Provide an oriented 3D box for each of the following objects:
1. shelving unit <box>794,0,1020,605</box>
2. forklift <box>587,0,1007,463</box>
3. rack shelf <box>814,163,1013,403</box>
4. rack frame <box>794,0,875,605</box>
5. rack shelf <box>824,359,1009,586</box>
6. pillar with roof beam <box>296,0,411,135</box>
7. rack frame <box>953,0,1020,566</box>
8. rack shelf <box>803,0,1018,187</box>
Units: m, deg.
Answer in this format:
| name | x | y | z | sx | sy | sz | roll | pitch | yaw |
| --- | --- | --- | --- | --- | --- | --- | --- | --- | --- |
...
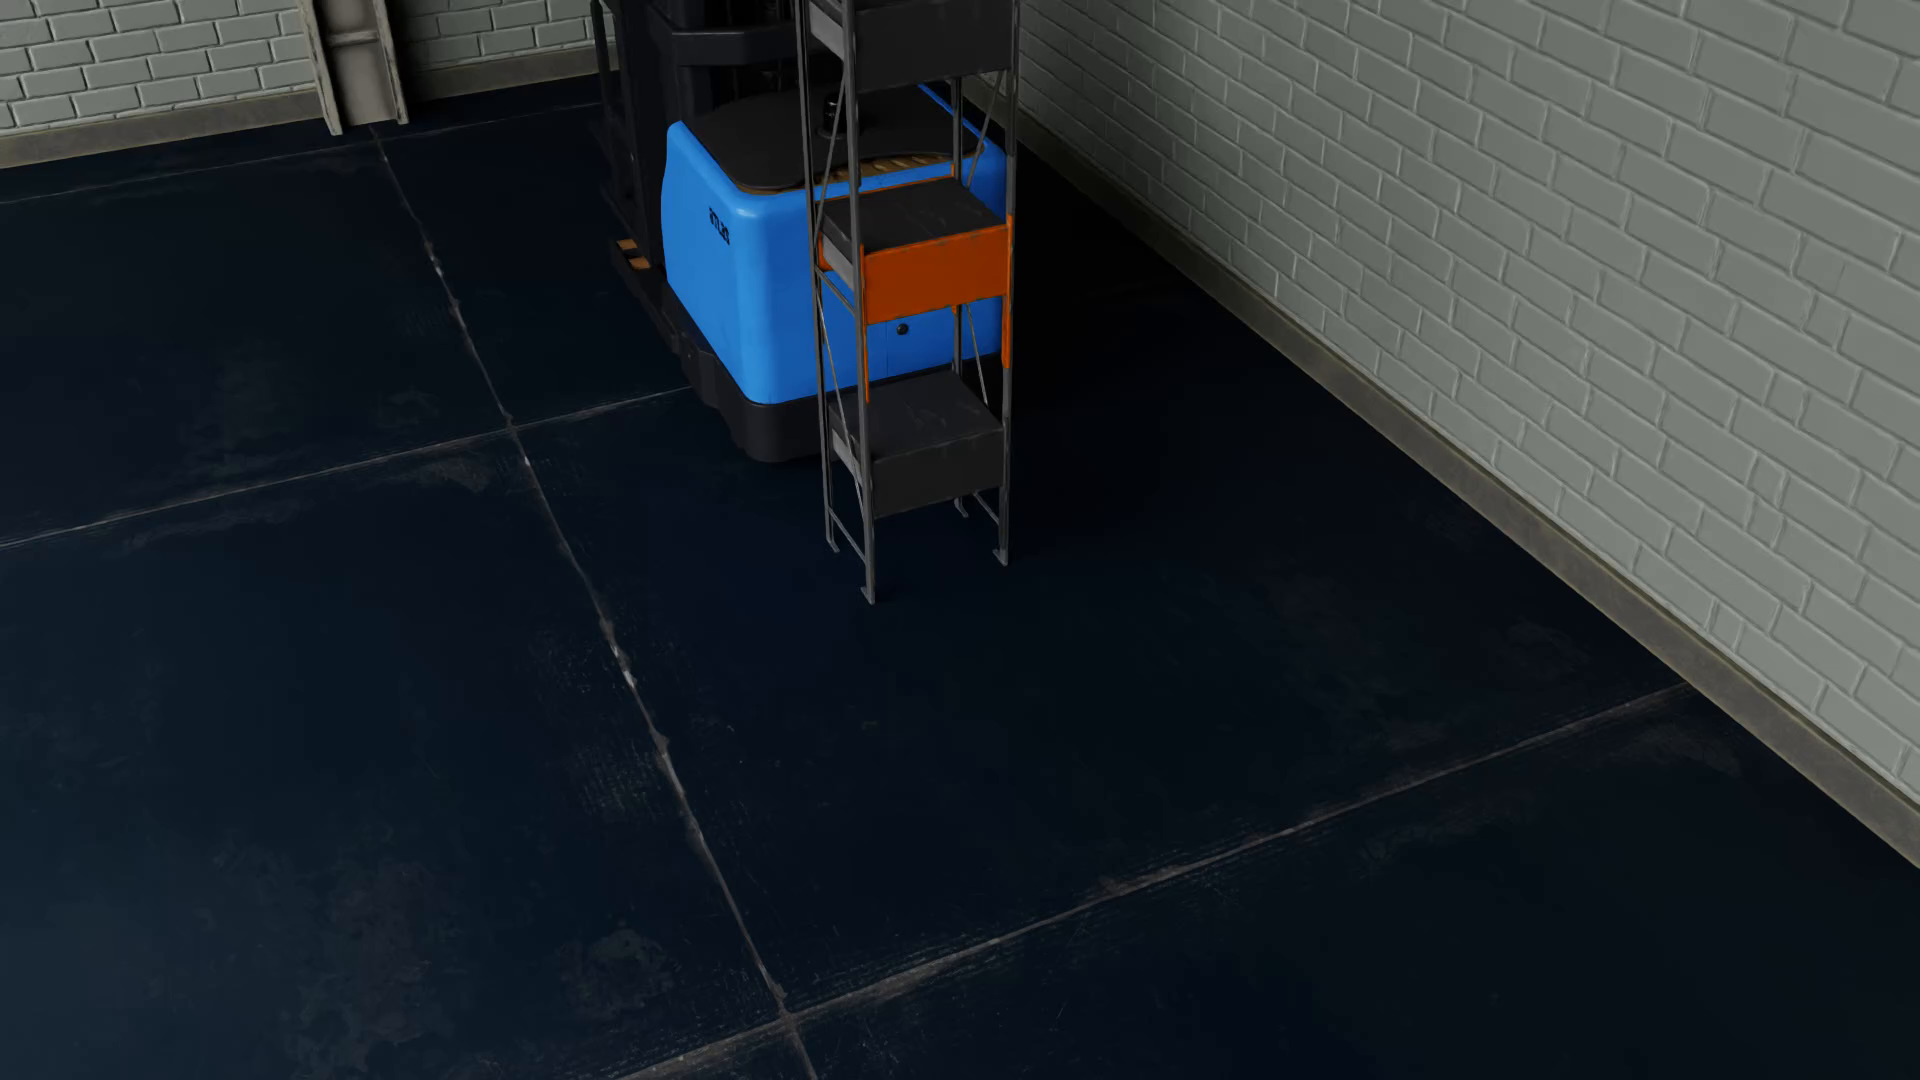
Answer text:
| name | x | y | z | sx | sy | sz | roll | pitch | yaw |
| --- | --- | --- | --- | --- | --- | --- | --- | --- | --- |
| shelving unit | -0.150 | -0.801 | 5.068 | 0.503 | 2.100 | 0.431 | -16 | 39 | -20 |
| forklift | -0.888 | -2.327 | 6.427 | 1.130 | 2.935 | 3.031 | -15 | 39 | -20 |
| rack shelf | -0.150 | -0.790 | 5.076 | 0.480 | 0.518 | 0.431 | -16 | 39 | -20 |
| rack frame | -0.371 | -0.740 | 4.985 | 0.015 | 2.100 | 0.400 | -16 | 39 | -20 |
| rack shelf | -0.150 | -0.228 | 5.493 | 0.480 | 0.518 | 0.431 | -16 | 39 | -20 |
| pillar with roof beam | -1.287 | -3.506 | 2.923 | 0.400 | 9.000 | 9.100 | -16 | 39 | -20 |
| rack frame | 0.071 | -0.863 | 5.151 | 0.015 | 2.100 | 0.400 | -16 | 39 | -20 |
| rack shelf | -0.150 | -1.353 | 4.659 | 0.480 | 0.518 | 0.431 | -16 | 39 | -20 |
